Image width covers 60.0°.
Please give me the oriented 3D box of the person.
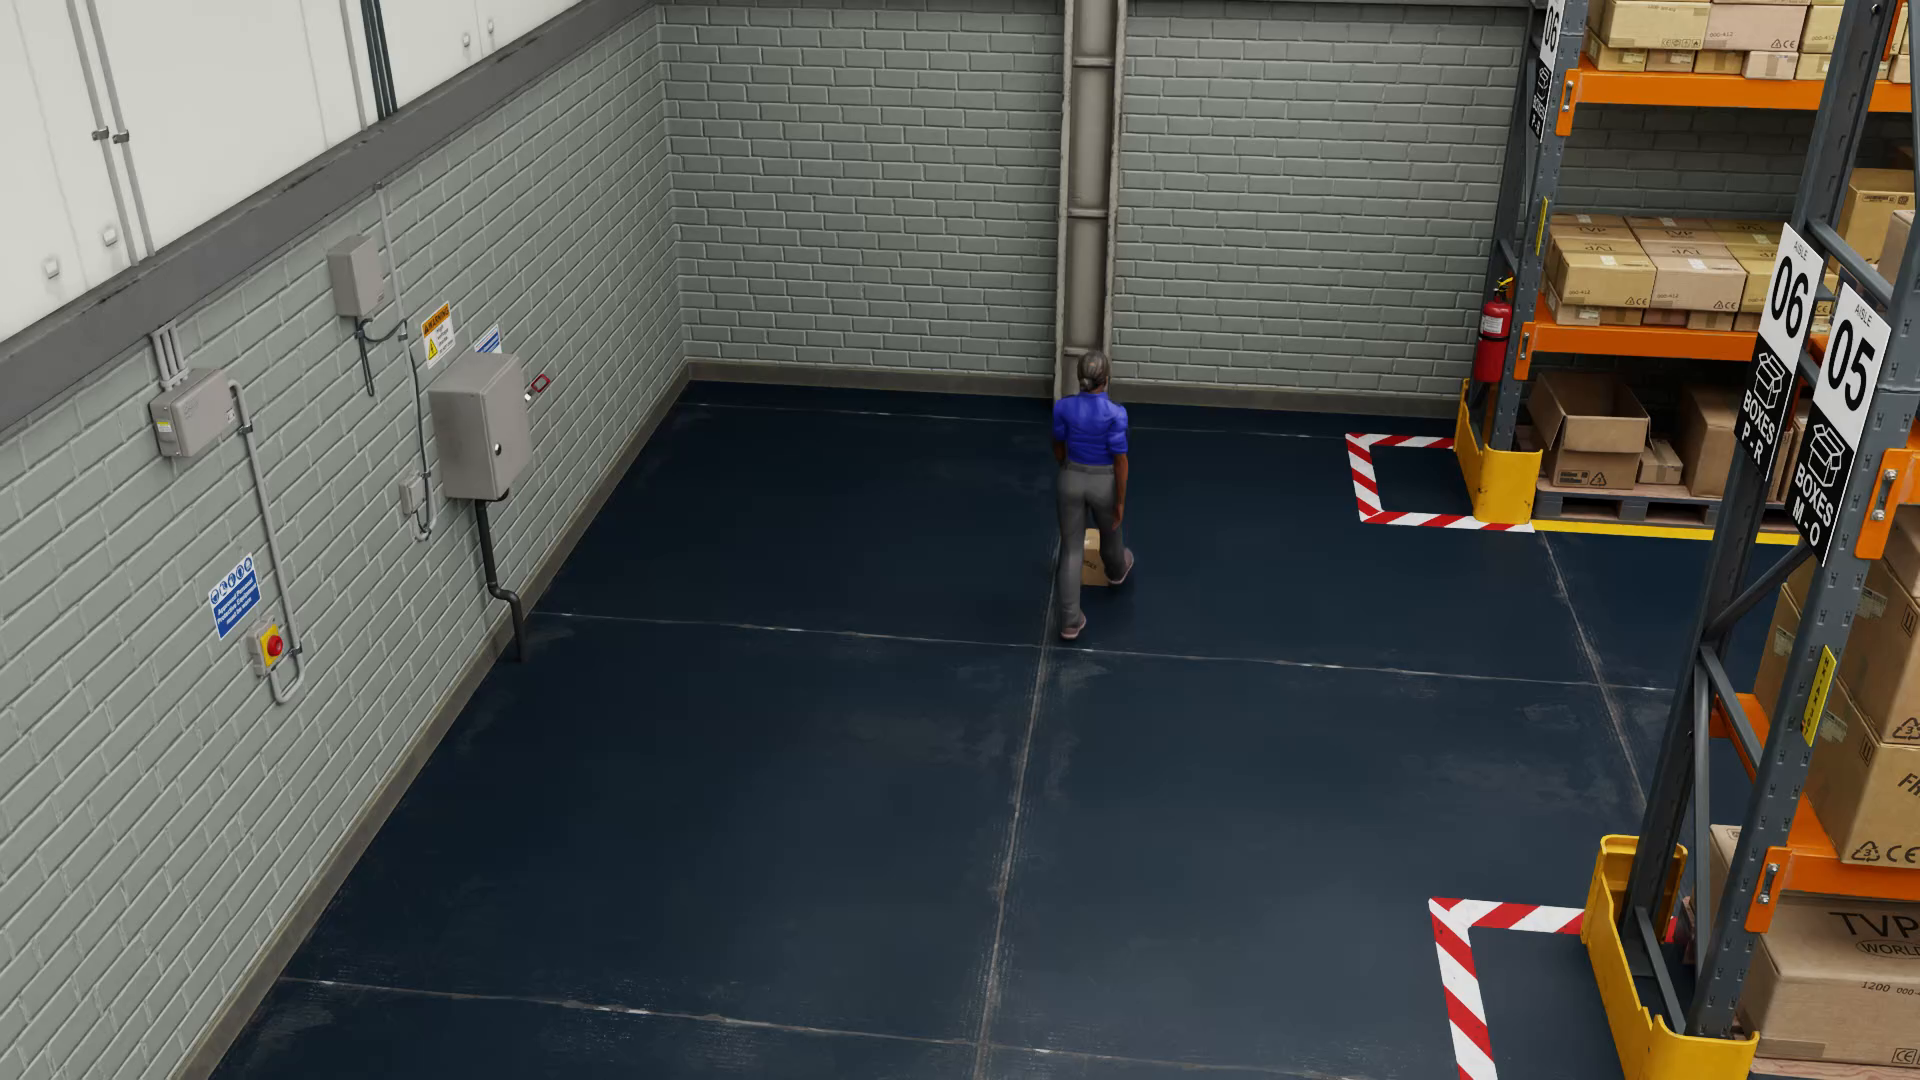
[{"bbox_3d":[0.732,-0.300,9.268,0.451,1.515,0.920,6,29,11],"label":"person"}]
